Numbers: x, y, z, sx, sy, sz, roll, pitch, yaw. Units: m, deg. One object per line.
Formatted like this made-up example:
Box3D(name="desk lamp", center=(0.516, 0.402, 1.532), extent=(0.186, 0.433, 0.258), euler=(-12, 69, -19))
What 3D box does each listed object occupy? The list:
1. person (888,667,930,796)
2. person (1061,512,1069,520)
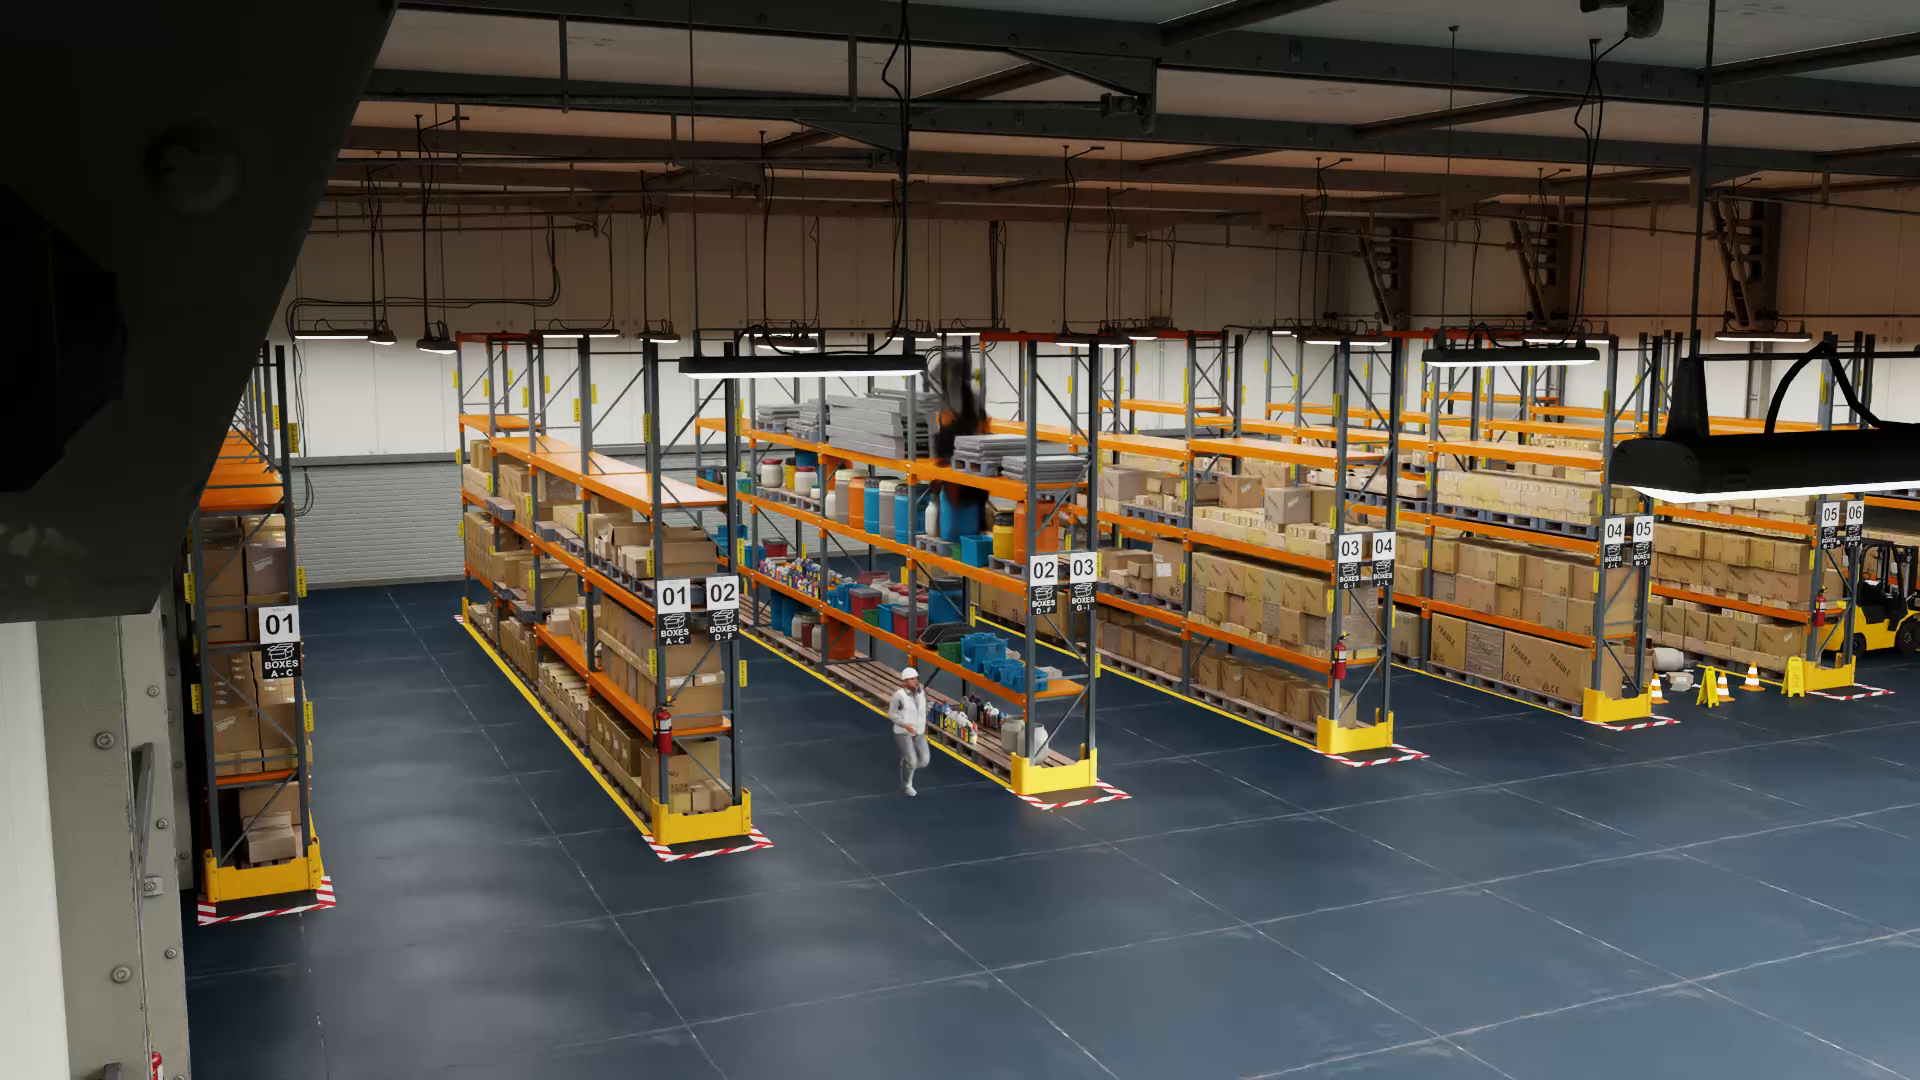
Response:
Box3D(name="person", center=(-0.656, 2.531, 22.036), extent=(0.659, 1.722, 0.603), euler=(-6, 10, -38))
Box3D(name="person", center=(2.744, -0.077, 41.874), extent=(0.496, 1.604, 0.974), euler=(3, 8, 19))
